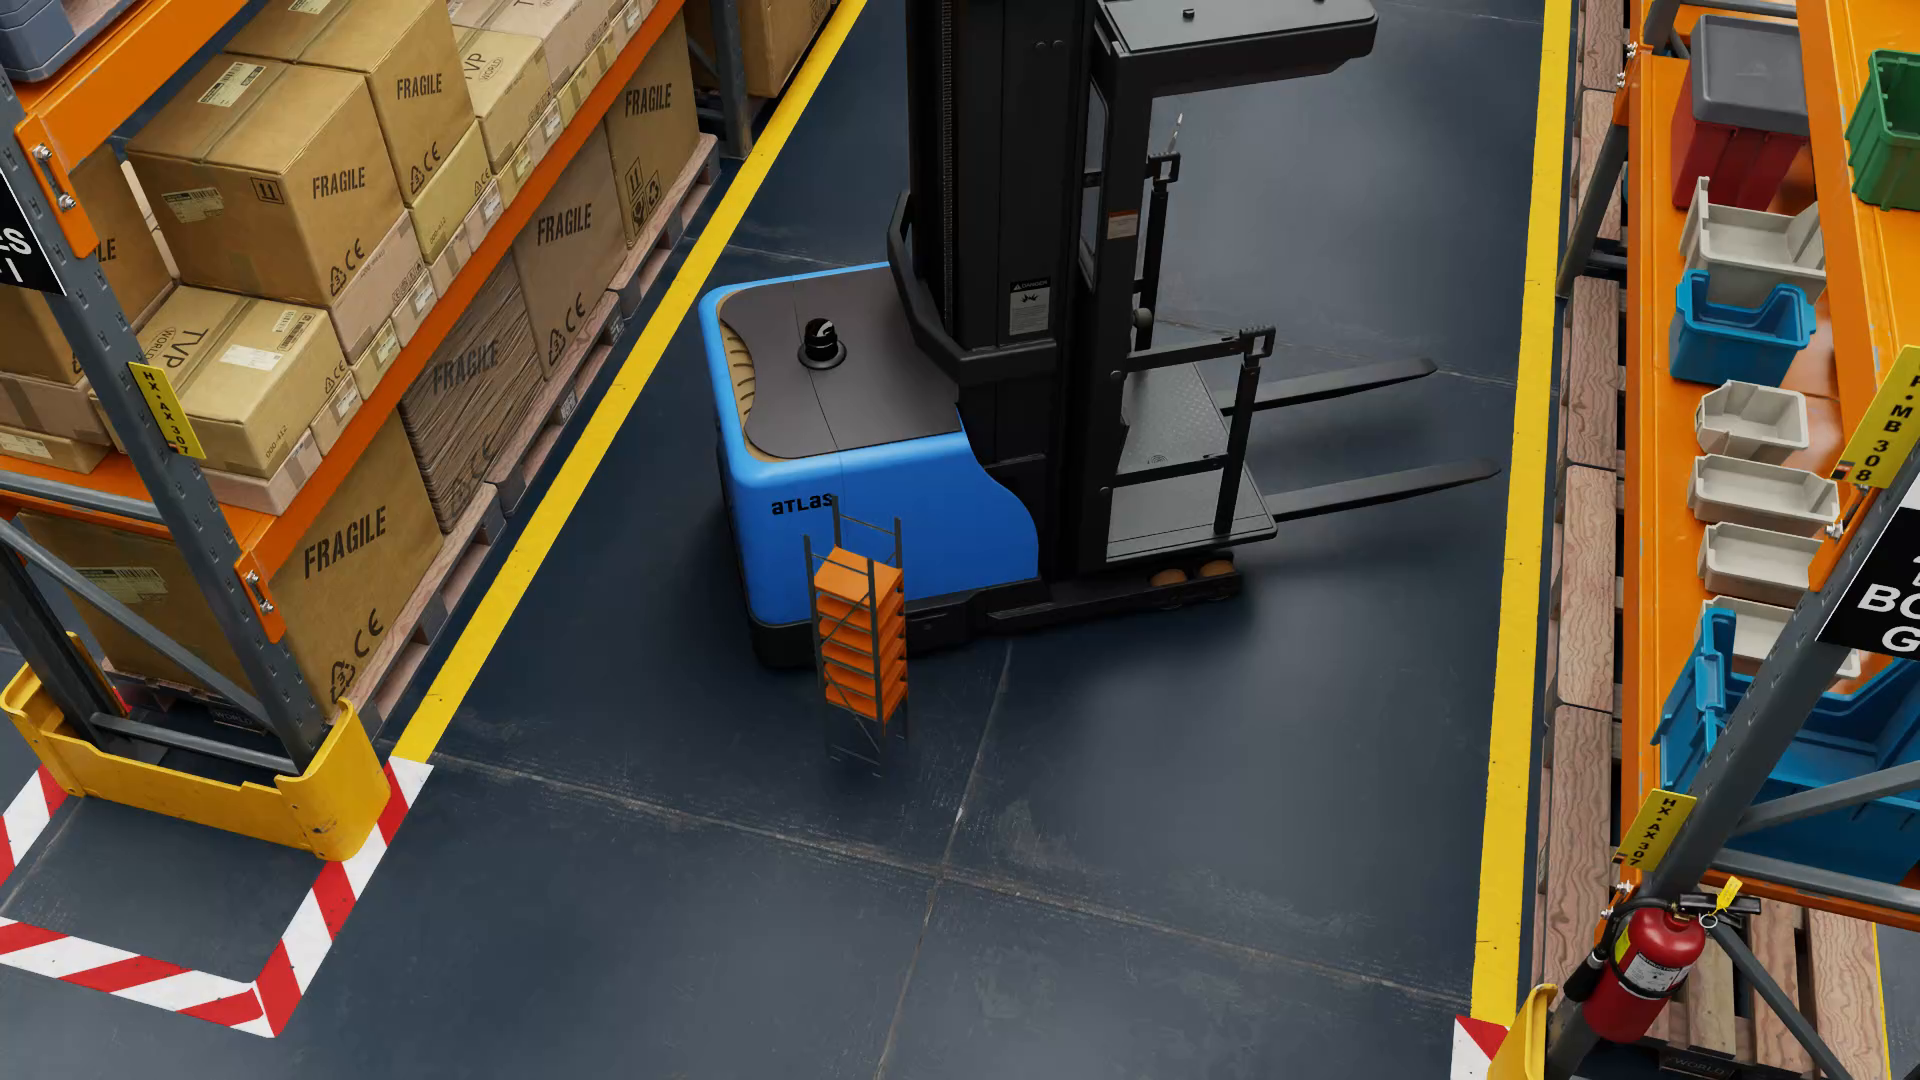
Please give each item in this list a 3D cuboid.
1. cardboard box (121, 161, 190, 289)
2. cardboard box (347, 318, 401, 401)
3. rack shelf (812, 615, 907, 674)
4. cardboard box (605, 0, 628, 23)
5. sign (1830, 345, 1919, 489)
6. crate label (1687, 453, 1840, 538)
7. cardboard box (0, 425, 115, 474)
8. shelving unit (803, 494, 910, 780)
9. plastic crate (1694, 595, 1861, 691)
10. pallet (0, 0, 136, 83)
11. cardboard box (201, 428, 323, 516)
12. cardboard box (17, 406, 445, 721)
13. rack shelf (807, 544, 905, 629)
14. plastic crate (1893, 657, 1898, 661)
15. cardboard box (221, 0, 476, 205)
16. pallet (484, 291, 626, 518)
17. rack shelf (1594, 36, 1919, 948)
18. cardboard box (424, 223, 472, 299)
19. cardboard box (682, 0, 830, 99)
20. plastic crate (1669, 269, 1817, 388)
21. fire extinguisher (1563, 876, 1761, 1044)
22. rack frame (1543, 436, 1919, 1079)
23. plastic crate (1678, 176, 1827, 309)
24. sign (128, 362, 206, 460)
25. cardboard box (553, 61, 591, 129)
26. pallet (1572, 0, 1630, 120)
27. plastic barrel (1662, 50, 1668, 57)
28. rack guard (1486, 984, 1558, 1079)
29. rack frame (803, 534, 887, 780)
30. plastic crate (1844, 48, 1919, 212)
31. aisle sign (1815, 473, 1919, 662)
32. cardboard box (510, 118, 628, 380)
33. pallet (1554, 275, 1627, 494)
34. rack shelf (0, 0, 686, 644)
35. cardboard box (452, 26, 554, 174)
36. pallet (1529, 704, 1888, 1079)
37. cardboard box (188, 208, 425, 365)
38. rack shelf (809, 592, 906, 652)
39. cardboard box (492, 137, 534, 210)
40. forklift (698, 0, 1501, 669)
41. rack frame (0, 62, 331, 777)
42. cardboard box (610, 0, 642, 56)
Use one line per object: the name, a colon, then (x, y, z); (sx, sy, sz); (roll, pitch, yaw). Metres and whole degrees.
cardboard box: (-2.592, -0.953, 5.411); (0.500, 0.250, 0.500); (11, 49, 9)
cardboard box: (-2.052, -0.615, 5.378); (0.380, 0.149, 0.250); (11, 49, 9)
rack shelf: (-0.332, 0.306, 5.498); (0.258, 0.103, 0.180); (19, 51, 16)
cardboard box: (-1.542, -2.331, 6.627); (0.500, 0.250, 0.500); (13, 50, 11)
sign: (1.646, -0.212, 2.925); (0.100, 0.325, 0.005); (12, 50, 10)
crate label: (2.361, -0.129, 4.918); (0.396, 0.136, 0.243); (12, 50, 10)
cardboard box: (-2.821, -0.374, 5.166); (0.380, 0.149, 0.250); (12, 50, 11)
shelving unit: (-0.332, 0.356, 5.555); (0.258, 1.200, 0.189); (19, 51, 16)
plastic crate: (2.221, 0.284, 4.553); (0.396, 0.136, 0.243); (12, 50, 10)
pallet: (-2.412, -1.637, 4.171); (1.003, 0.211, 1.213); (12, 50, 10)
cardboard box: (-2.186, -0.243, 5.051); (0.380, 0.149, 0.250); (12, 50, 10)
cardboard box: (-2.506, -0.049, 5.849); (0.875, 0.875, 0.875); (12, 50, 10)
rack shelf: (-0.332, 0.147, 5.318); (0.258, 0.103, 0.180); (19, 51, 16)
plastic crate: (2.737, 0.288, 4.485); (0.416, 0.233, 0.300); (12, 50, 10)
cardboard box: (-1.949, -1.463, 5.361); (0.500, 0.500, 0.500); (10, 49, 9)
pallet: (-2.139, -0.686, 7.133); (1.003, 0.211, 1.213); (12, 50, 10)
rack shelf: (2.707, -0.366, 5.471); (1.077, 0.370, 4.000); (12, 50, 10)
cardboard box: (-1.917, -0.987, 5.707); (0.380, 0.149, 0.250); (11, 49, 9)
cardboard box: (-1.396, -2.931, 8.392); (1.225, 0.875, 0.875); (12, 50, 10)
plastic crate: (2.474, -0.658, 5.321); (0.416, 0.233, 0.300); (12, 50, 10)
fire extinguisher: (1.703, 1.011, 4.076); (0.296, 0.674, 0.183); (12, 50, 10)
rack frame: (2.178, 0.842, 3.925); (0.949, 2.616, 0.053); (12, 50, 10)
plastic crate: (2.654, -0.963, 5.557); (0.437, 0.282, 0.530); (12, 50, 10)
sign: (-2.064, -0.334, 4.332); (0.100, 0.325, 0.005); (12, 50, 10)
cardboard box: (-1.647, -1.730, 6.363); (0.380, 0.149, 0.250); (11, 49, 9)
pallet: (3.796, -2.563, 8.790); (1.003, 0.211, 1.213); (12, 50, 10)
plastic barrel: (3.580, -2.398, 7.904); (0.600, 0.901, 0.708); (12, 50, 10)
rack guard: (2.187, 1.690, 4.844); (1.175, 0.500, 0.348); (12, 50, 10)
rack frame: (-0.371, 0.418, 5.500); (0.240, 1.200, 0.006); (19, 51, 16)
plastic crate: (2.165, -0.850, 3.559); (0.450, 0.188, 0.336); (12, 50, 10)
aisle sign: (1.879, -0.023, 2.955); (0.394, 0.787, 0.004); (12, 50, 10)
cardboard box: (-2.032, -1.351, 6.998); (0.875, 0.875, 0.875); (12, 50, 10)
pallet: (3.078, -0.588, 7.047); (1.003, 0.211, 1.213); (12, 50, 10)
rack shelf: (-2.071, -1.343, 6.334); (1.077, 0.370, 4.000); (12, 50, 10)
cardboard box: (-1.812, -1.596, 5.978); (0.500, 0.250, 0.500); (11, 49, 9)
pallet: (2.435, 1.176, 5.490); (1.003, 0.211, 1.213); (12, 50, 10)
cardboard box: (-2.080, -0.855, 5.324); (0.500, 0.250, 0.500); (11, 49, 10)
rack shelf: (-0.332, 0.226, 5.408); (0.258, 0.103, 0.180); (19, 51, 16)
cardboard box: (-1.782, -1.356, 6.033); (0.380, 0.149, 0.250); (10, 49, 9)
forklift: (0.607, -1.079, 5.666); (3.031, 2.935, 1.130); (-10, 49, -9)
rack frame: (-2.597, -0.135, 4.787); (1.000, 3.000, 0.127); (12, 50, 10)
cardboard box: (-1.512, -2.102, 6.691); (0.380, 0.149, 0.250); (12, 50, 11)
